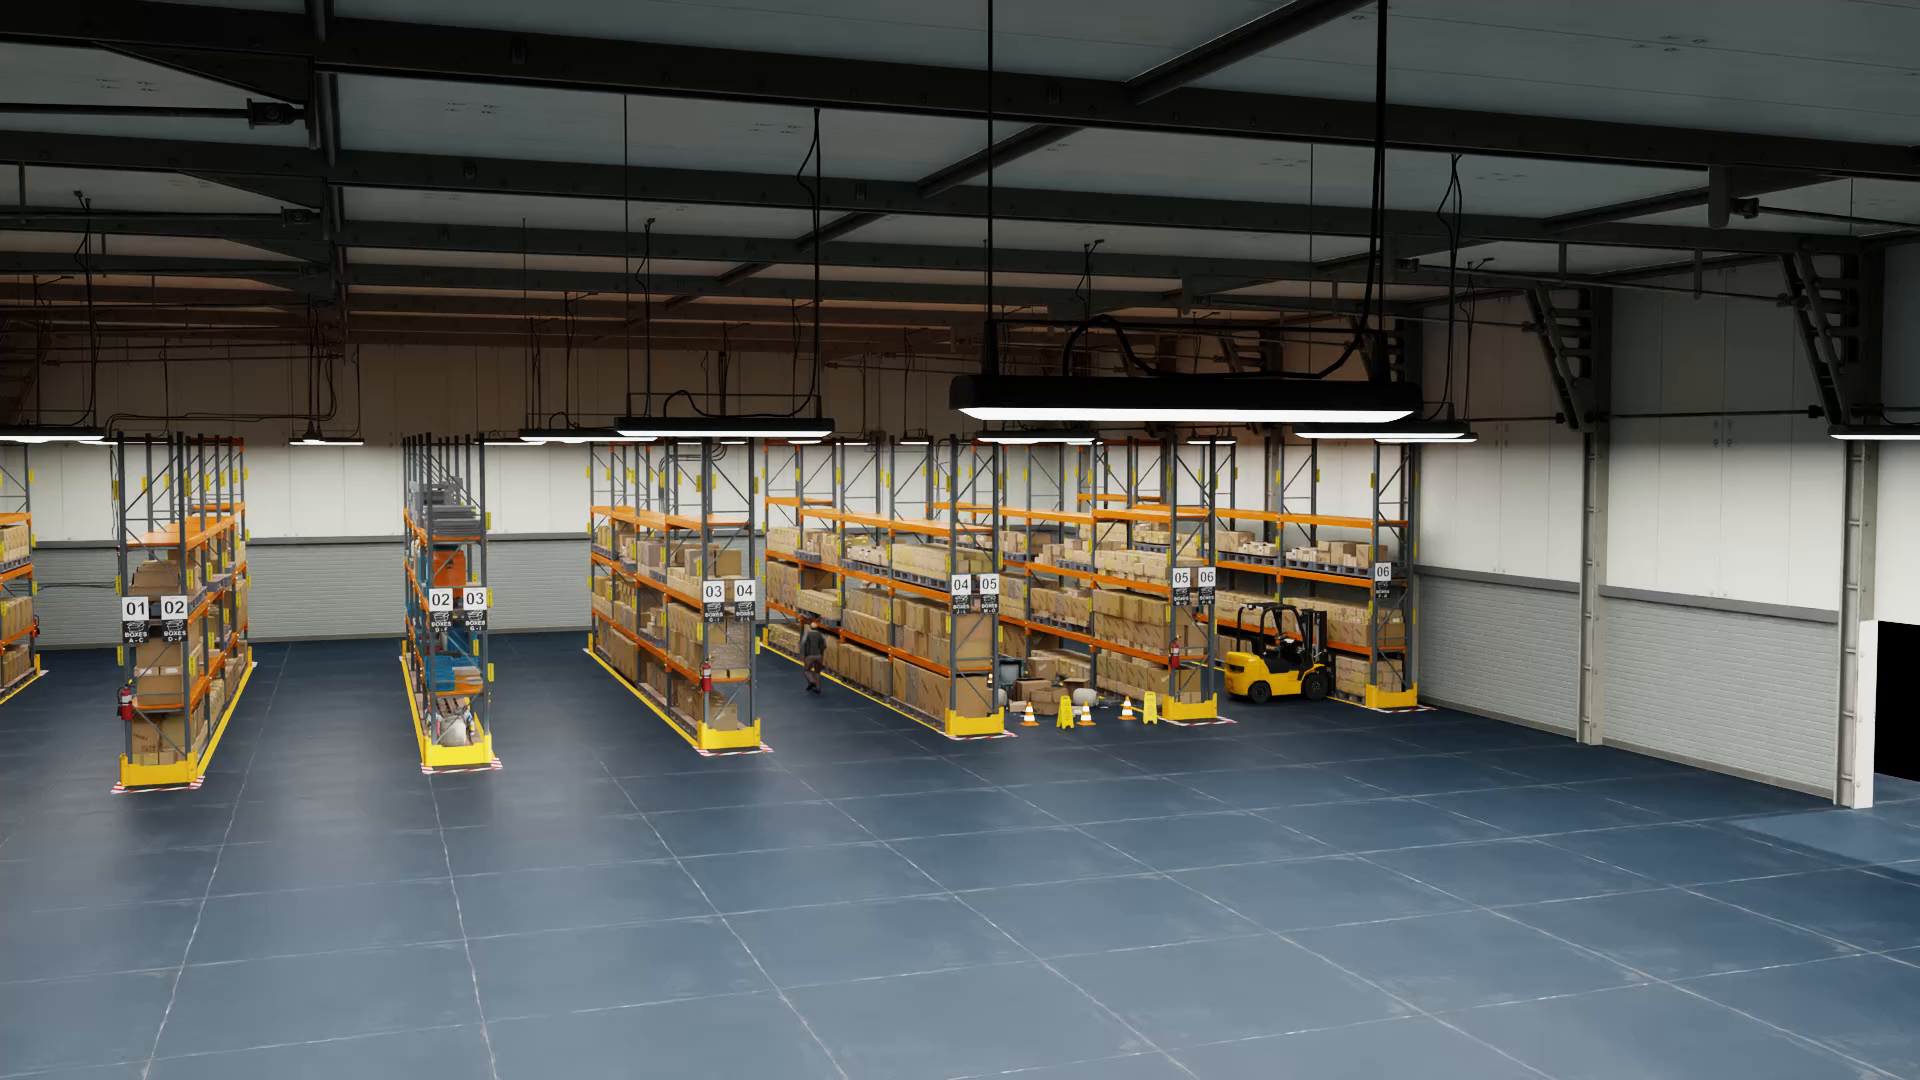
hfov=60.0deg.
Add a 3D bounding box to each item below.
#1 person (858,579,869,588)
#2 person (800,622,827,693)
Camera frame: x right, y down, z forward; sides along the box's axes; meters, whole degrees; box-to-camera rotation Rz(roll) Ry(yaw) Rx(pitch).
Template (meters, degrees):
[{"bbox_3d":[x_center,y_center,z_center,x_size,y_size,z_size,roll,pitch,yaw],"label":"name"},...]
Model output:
[{"bbox_3d":[-3.038,1.984,52.509,0.425,1.637,0.867,3,4,43],"label":"person"},{"bbox_3d":[-3.450,2.752,39.099,0.673,1.619,0.769,-1,3,-18],"label":"person"}]
